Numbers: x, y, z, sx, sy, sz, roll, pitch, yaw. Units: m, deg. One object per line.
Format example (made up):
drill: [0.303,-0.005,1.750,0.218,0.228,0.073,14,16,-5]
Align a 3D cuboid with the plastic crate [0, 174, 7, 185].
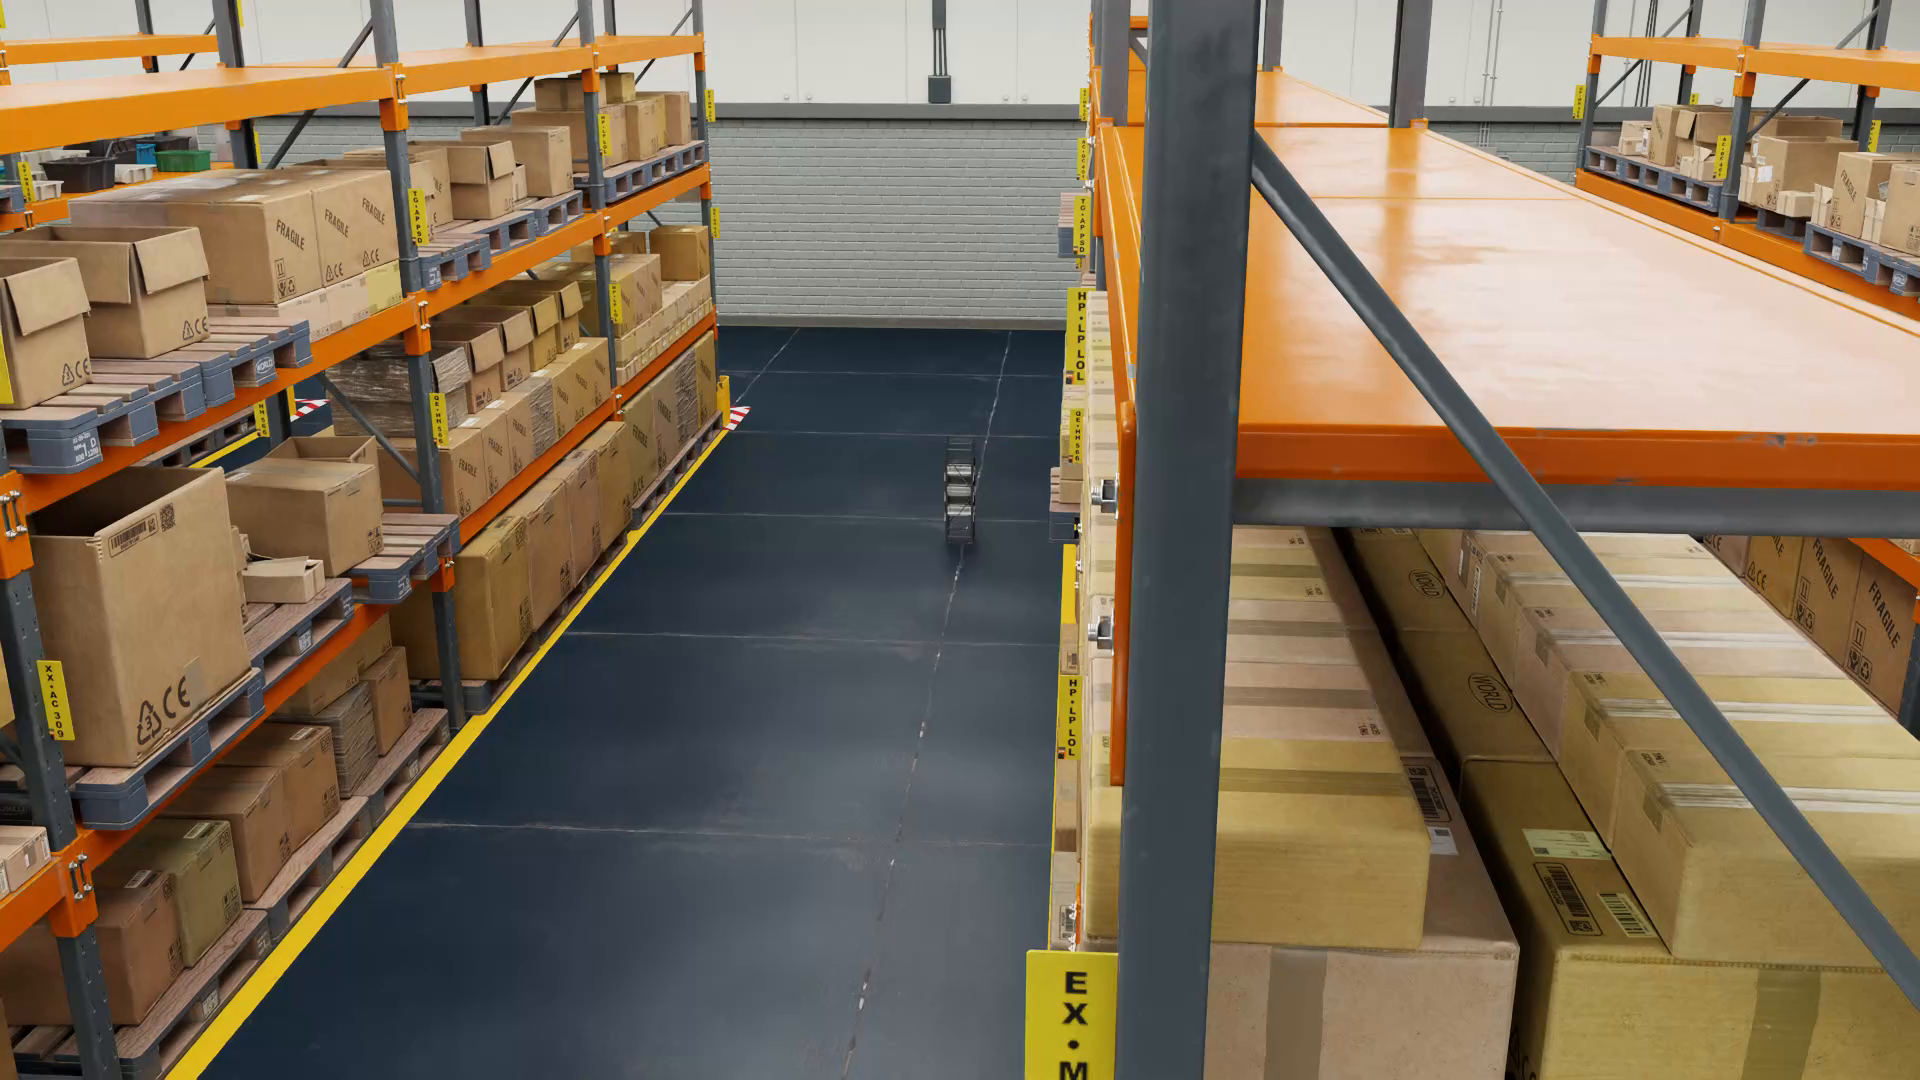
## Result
plastic crate: [-8.633,-3.043,14.417,0.450,0.188,0.662,1,18,4]

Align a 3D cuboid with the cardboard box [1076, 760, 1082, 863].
cardboard box: [0.715,0.941,6.572,0.500,0.500,0.500,1,18,4]

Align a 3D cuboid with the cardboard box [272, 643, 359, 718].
cardboard box: [-3.754,0.769,9.364,0.500,0.250,0.500,3,18,10]

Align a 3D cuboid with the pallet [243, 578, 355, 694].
pallet: [-3.810,0.479,8.451,1.003,0.211,1.213,1,18,4]

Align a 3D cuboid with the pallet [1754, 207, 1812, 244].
pallet: [6.446,-2.297,12.107,0.805,0.209,1.217,1,18,2]

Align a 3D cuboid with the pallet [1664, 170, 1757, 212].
pallet: [6.532,-2.886,13.738,1.003,0.211,1.213,1,18,4]

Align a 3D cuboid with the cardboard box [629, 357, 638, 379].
cardboard box: [-3.050,-1.516,14.637,0.380,0.149,0.250,1,18,2]

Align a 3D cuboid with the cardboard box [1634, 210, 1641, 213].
cardboard box: [6.924,-3.206,16.582,0.380,0.149,0.250,2,18,5]

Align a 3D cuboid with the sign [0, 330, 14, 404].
sign: [-3.453,-0.647,5.932,0.100,0.325,0.005,1,18,4]

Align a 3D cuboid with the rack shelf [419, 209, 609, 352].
rack shelf: [-3.565,-1.932,11.841,1.077,0.370,4.000,1,18,4]

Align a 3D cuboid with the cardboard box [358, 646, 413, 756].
cardboard box: [-3.737,0.960,9.984,0.700,0.500,0.500,0,18,1]

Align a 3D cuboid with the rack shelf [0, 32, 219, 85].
rack shelf: [-8.219,-4.521,15.565,1.077,0.370,4.000,1,18,4]

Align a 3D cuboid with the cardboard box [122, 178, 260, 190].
cardboard box: [-4.039,-1.640,8.831,0.500,0.500,0.500,1,18,4]

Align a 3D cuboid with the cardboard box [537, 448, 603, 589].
cardboard box: [-3.511,-0.183,12.902,1.225,0.875,0.875,1,18,2]

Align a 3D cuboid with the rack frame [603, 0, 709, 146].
rack frame: [-3.135,-5.563,16.949,1.000,3.000,0.127,1,18,4]

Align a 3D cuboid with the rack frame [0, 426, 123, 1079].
rack frame: [-3.995,1.015,6.509,1.000,3.000,0.127,1,18,4]

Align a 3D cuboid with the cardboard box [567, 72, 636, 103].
cardboard box: [-3.290,-4.161,15.289,0.500,0.250,0.500,1,18,2]

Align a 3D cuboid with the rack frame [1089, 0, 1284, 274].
rack frame: [1.231,-2.936,8.932,1.000,3.000,0.127,1,18,4]

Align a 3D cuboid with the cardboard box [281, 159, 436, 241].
cardboard box: [-3.737,-2.093,10.335,0.797,0.503,0.637,2,18,7]

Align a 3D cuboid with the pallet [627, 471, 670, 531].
pallet: [-3.289,-0.379,15.241,1.003,0.211,1.213,1,18,4]

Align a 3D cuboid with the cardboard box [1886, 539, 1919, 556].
cardboard box: [5.953,-0.098,10.145,0.500,0.250,0.500,1,18,2]

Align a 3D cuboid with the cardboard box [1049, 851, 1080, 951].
cardboard box: [0.899,1.832,6.955,1.050,0.750,0.750,1,18,4]

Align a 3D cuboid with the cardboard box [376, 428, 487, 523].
cardboard box: [-3.402,-0.420,10.727,0.500,0.500,0.500,2,18,6]

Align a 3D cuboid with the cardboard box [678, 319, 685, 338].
cardboard box: [-2.922,-2.077,16.348,0.380,0.149,0.250,1,18,4]

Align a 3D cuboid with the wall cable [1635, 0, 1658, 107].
wall cable: [10.402,-7.041,21.399,2.988,3.039,0.133,1,18,4]

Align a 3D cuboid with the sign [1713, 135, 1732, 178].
sign: [5.909,-2.969,12.893,0.100,0.325,0.005,1,18,4]

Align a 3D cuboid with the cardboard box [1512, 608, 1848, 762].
cardboard box: [1.036,0.213,2.425,0.380,0.149,0.250,1,18,3]

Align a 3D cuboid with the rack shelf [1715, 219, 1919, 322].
rack shelf: [6.319,-1.711,11.166,1.077,0.370,4.000,1,18,4]

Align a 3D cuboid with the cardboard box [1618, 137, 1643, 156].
cardboard box: [6.442,-3.711,15.683,0.380,0.149,0.250,2,18,6]

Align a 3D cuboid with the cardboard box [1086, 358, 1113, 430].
cardboard box: [0.508,-0.353,4.154,0.380,0.149,0.250,1,18,5]

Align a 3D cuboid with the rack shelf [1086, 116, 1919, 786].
rack shelf: [0.801,-0.541,3.420,1.077,0.370,4.000,1,18,4]

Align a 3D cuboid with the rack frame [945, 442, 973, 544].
rack frame: [-0.007,-0.399,14.194,0.240,0.900,0.006,1,18,4]

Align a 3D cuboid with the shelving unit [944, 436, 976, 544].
shelving unit: [0.001,-0.430,14.291,0.258,0.900,0.210,1,18,4]

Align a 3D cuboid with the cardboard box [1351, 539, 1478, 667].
cardboard box: [1.019,0.198,3.112,0.500,0.250,0.500,1,18,3]

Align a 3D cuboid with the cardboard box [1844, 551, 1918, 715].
cardboard box: [6.308,0.591,10.540,0.875,0.875,0.875,1,18,3]

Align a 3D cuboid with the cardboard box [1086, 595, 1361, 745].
cardboard box: [0.381,0.198,2.473,0.380,0.149,0.250,2,18,5]

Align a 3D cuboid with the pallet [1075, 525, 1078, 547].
pallet: [1.531,-0.212,14.731,1.003,0.211,1.213,1,18,4]

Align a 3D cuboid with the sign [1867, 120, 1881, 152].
sign: [7.005,-3.060,12.792,0.100,0.325,0.005,1,18,4]

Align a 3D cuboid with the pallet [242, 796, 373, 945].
pallet: [-3.856,1.718,8.841,1.003,0.211,1.213,1,18,4]

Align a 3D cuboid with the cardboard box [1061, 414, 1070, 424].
cardboard box: [0.830,-0.689,10.481,0.380,0.149,0.250,1,18,3]

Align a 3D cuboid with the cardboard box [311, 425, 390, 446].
cardboard box: [-3.920,-0.434,10.769,0.500,0.500,0.500,2,18,6]

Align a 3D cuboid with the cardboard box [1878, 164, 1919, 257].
cardboard box: [6.057,-1.991,10.028,0.700,0.500,0.500,0,18,1]

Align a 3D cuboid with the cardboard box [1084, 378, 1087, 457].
cardboard box: [0.596,-0.283,4.581,0.500,0.250,0.500,1,18,3]

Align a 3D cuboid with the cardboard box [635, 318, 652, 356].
cardboard box: [-3.086,-1.834,14.967,0.500,0.250,0.500,1,18,4]

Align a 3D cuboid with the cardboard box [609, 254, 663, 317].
cardboard box: [-3.057,-2.354,15.348,0.500,0.500,0.500,1,18,2]

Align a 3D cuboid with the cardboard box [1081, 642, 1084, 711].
cardboard box: [0.454,0.262,3.559,0.380,0.149,0.250,2,18,5]

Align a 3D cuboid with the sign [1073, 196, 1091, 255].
sign: [0.690,-1.769,9.358,0.100,0.325,0.005,1,18,4]
